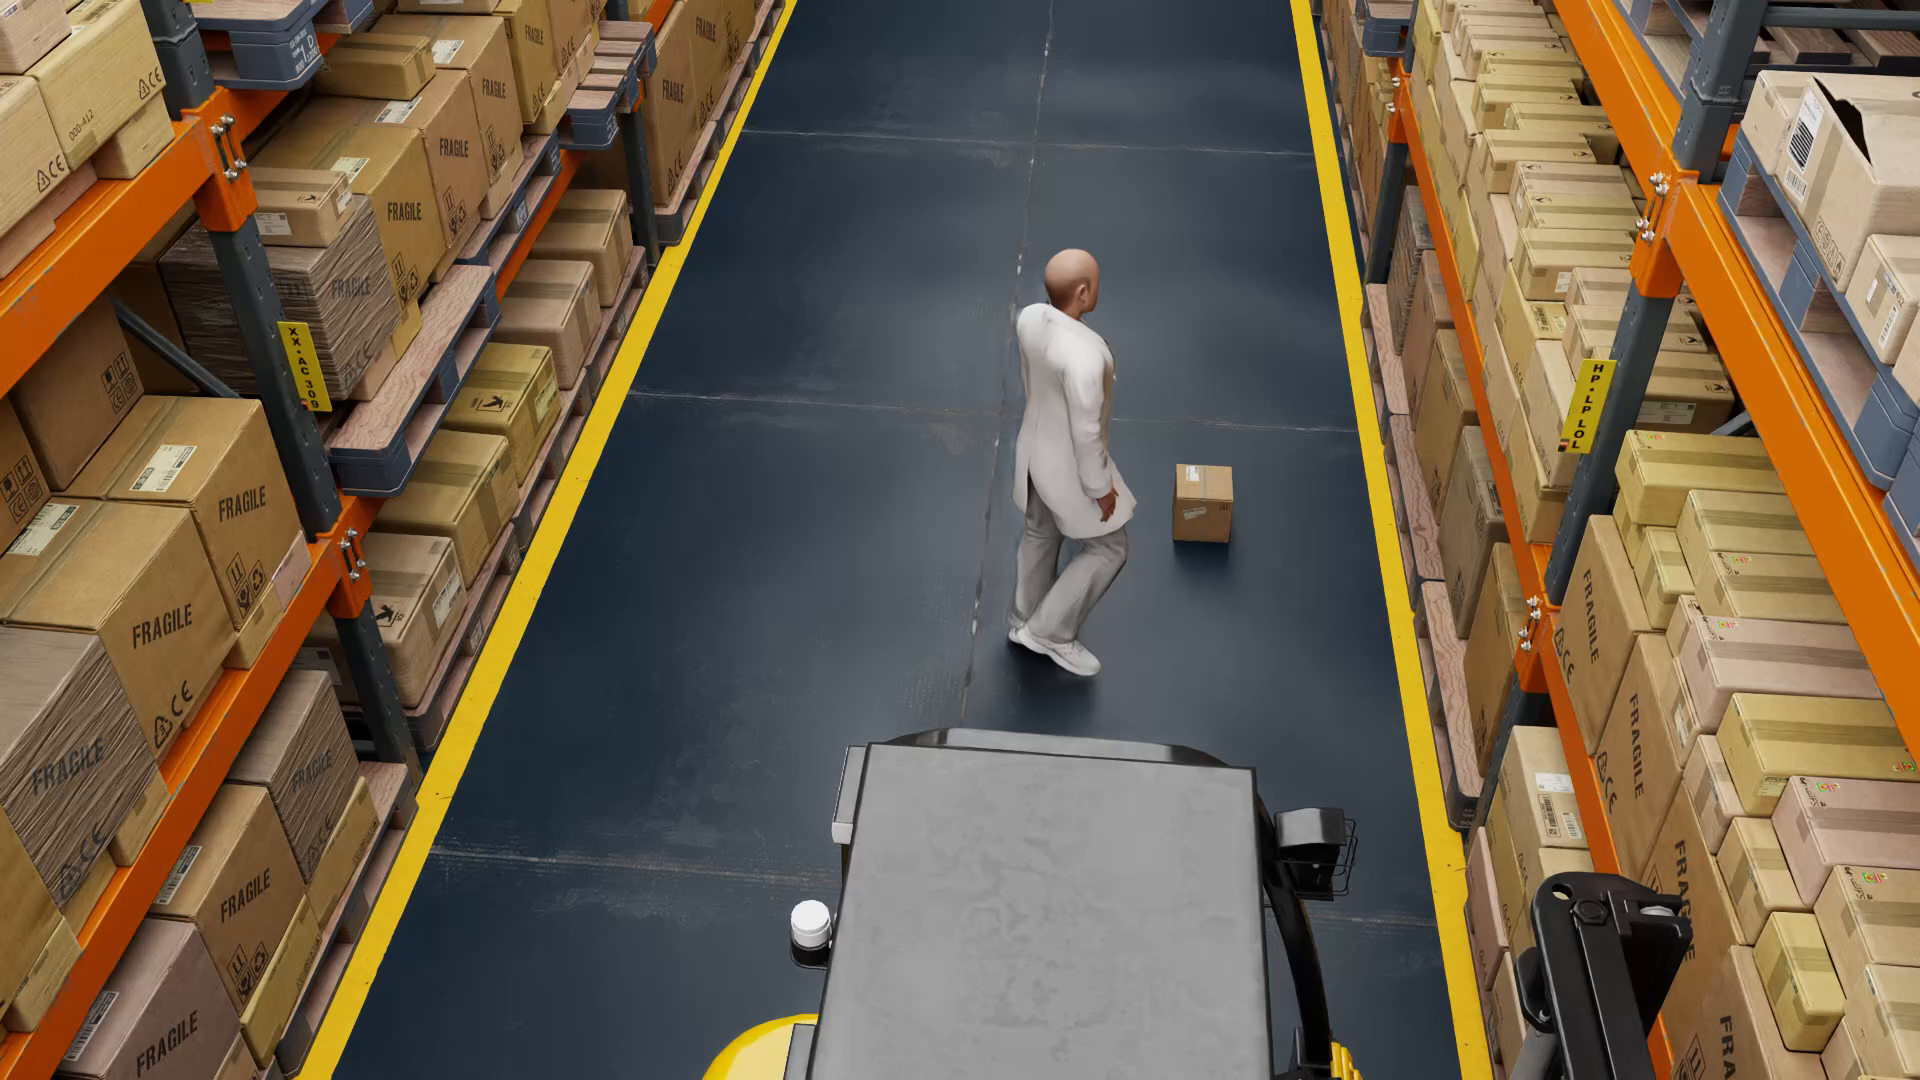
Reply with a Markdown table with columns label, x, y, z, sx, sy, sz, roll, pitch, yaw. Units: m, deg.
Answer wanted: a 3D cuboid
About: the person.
| label | x | y | z | sx | sy | sz | roll | pitch | yaw |
| --- | --- | --- | --- | --- | --- | --- | --- | --- | --- |
| person | 0.405 | -0.297 | 6.494 | 0.496 | 1.774 | 0.653 | -16 | 42 | -19 |
